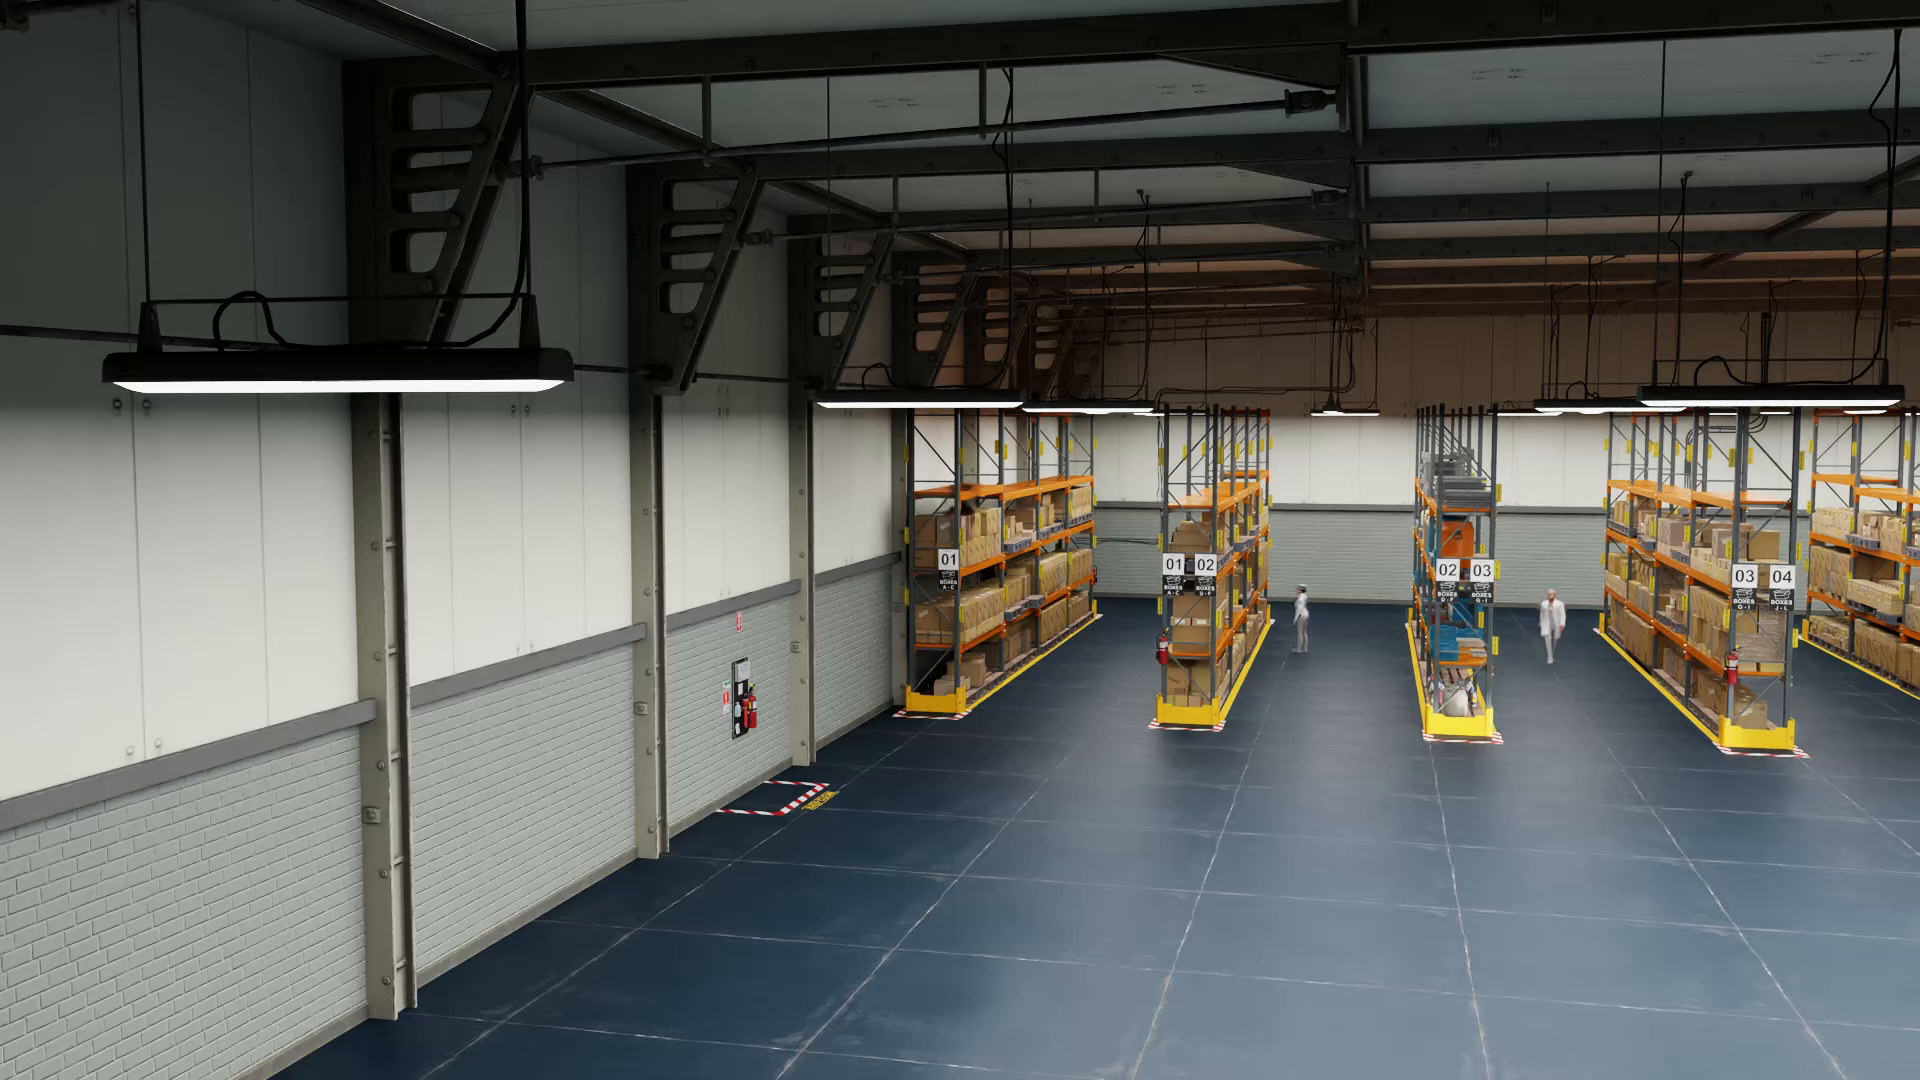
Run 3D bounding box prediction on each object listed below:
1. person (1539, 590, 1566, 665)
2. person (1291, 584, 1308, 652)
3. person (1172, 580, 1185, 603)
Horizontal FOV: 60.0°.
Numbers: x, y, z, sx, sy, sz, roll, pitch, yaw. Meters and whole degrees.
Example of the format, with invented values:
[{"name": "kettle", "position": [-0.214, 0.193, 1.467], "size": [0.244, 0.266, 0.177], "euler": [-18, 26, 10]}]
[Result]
[{"name": "person", "position": [13.808, 2.125, 38.769], "size": [0.537, 1.526, 1.128], "euler": [0, 4, 6]}, {"name": "person", "position": [8.327, 1.915, 40.722], "size": [0.381, 1.693, 0.500], "euler": [2, 4, 22]}, {"name": "person", "position": [6.001, 1.600, 44.727], "size": [0.602, 1.718, 1.058], "euler": [1, 4, 12]}]
